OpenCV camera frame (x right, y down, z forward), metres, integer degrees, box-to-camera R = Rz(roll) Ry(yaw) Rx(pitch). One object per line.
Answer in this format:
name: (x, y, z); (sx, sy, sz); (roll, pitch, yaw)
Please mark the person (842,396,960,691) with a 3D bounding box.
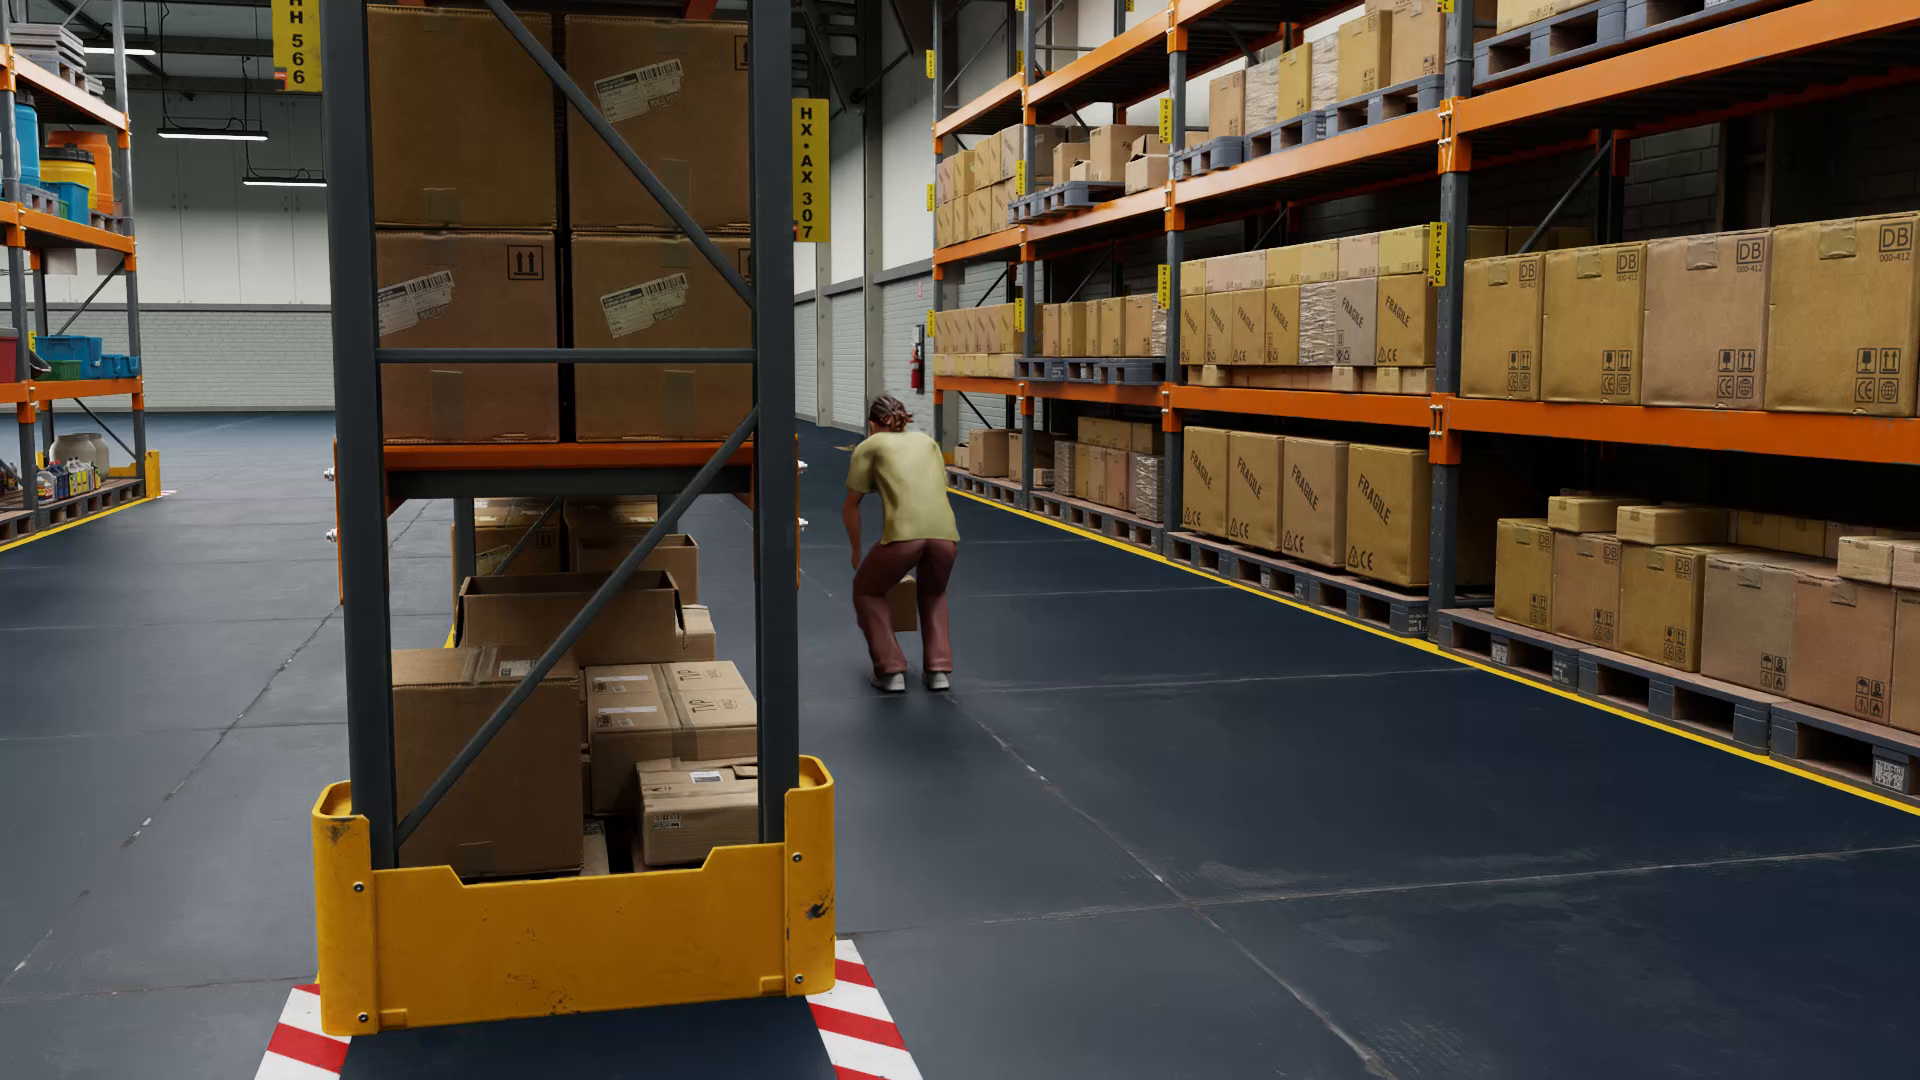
person: (-0.274, 0.011, 7.650); (0.511, 1.335, 0.666); (-2, 6, -17)
